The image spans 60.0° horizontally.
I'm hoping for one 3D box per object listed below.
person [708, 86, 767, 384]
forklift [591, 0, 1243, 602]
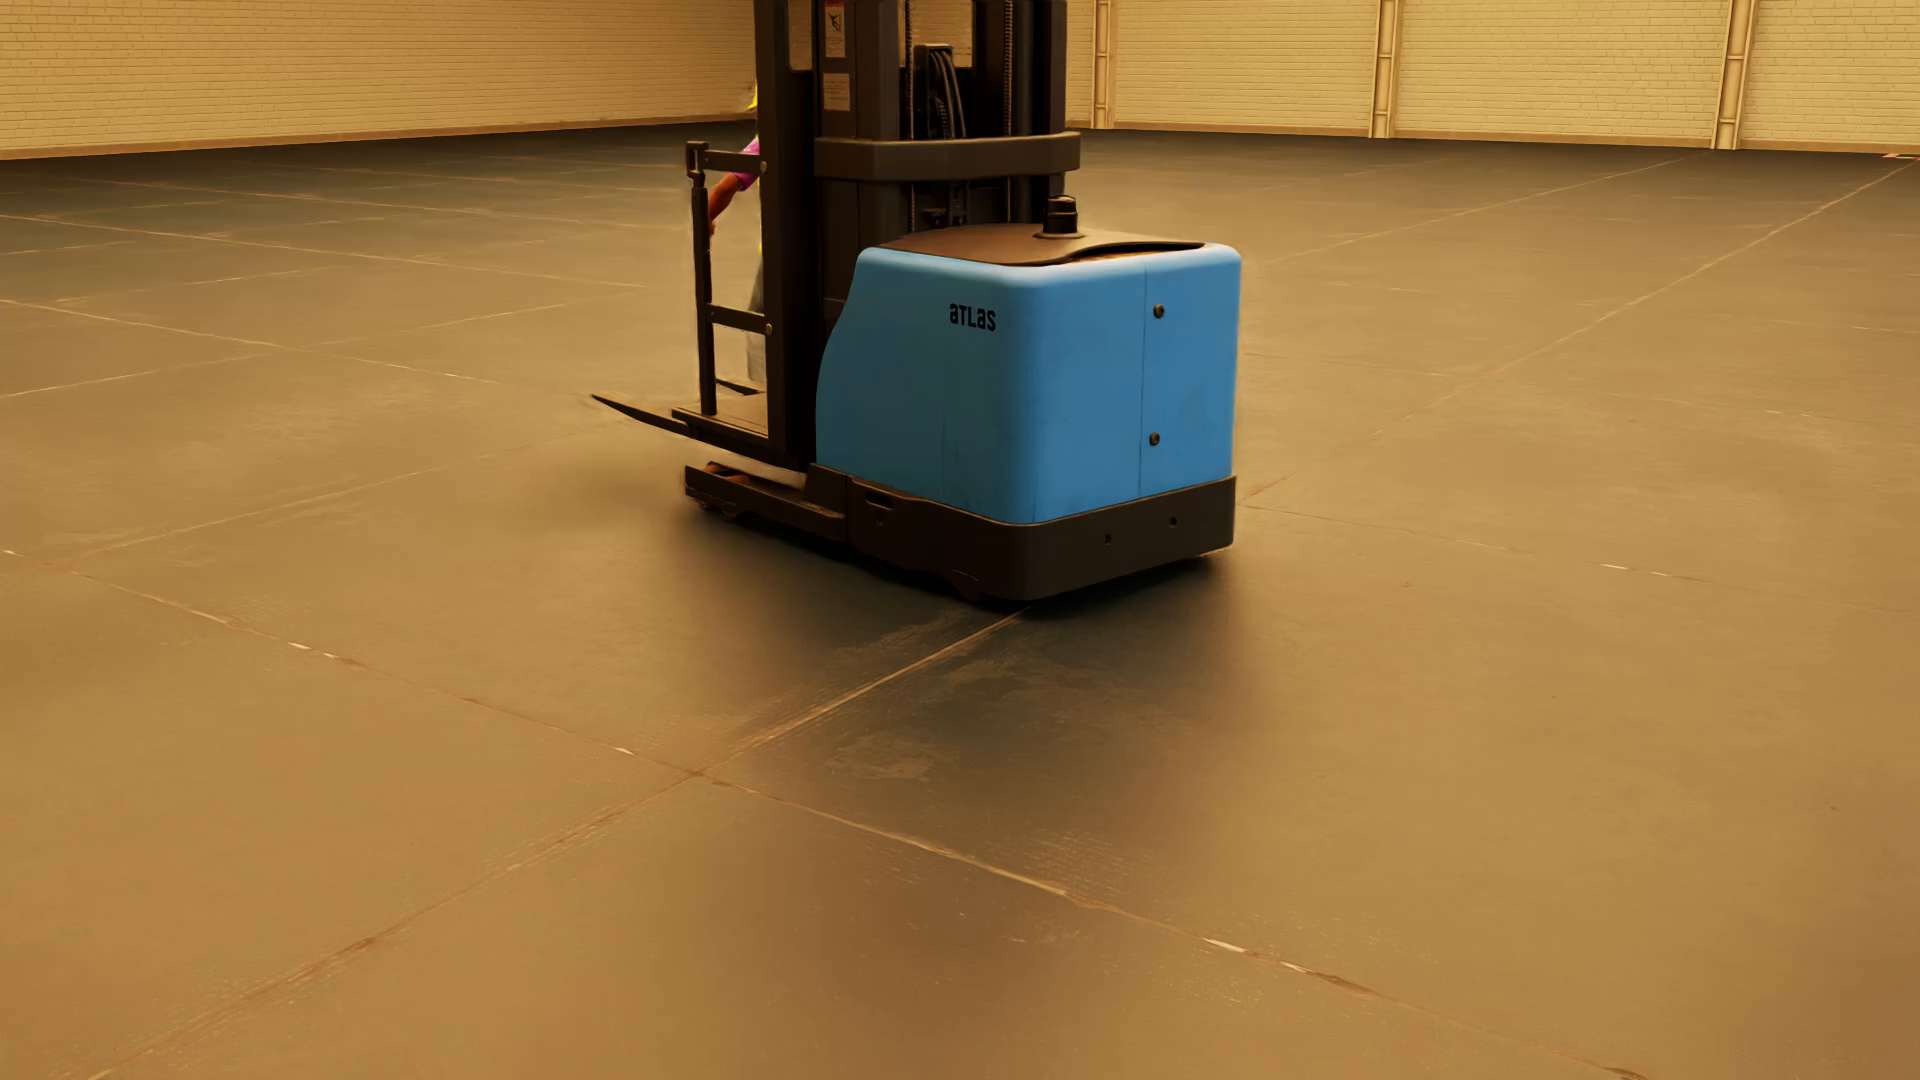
[{"bbox_3d":[-0.676,-1.328,7.744,1.049,1.652,0.507,-8,18,-24],"label":"person"},{"bbox_3d":[-0.397,-1.565,6.067,1.130,2.935,3.031,-14,21,-38],"label":"forklift"}]
